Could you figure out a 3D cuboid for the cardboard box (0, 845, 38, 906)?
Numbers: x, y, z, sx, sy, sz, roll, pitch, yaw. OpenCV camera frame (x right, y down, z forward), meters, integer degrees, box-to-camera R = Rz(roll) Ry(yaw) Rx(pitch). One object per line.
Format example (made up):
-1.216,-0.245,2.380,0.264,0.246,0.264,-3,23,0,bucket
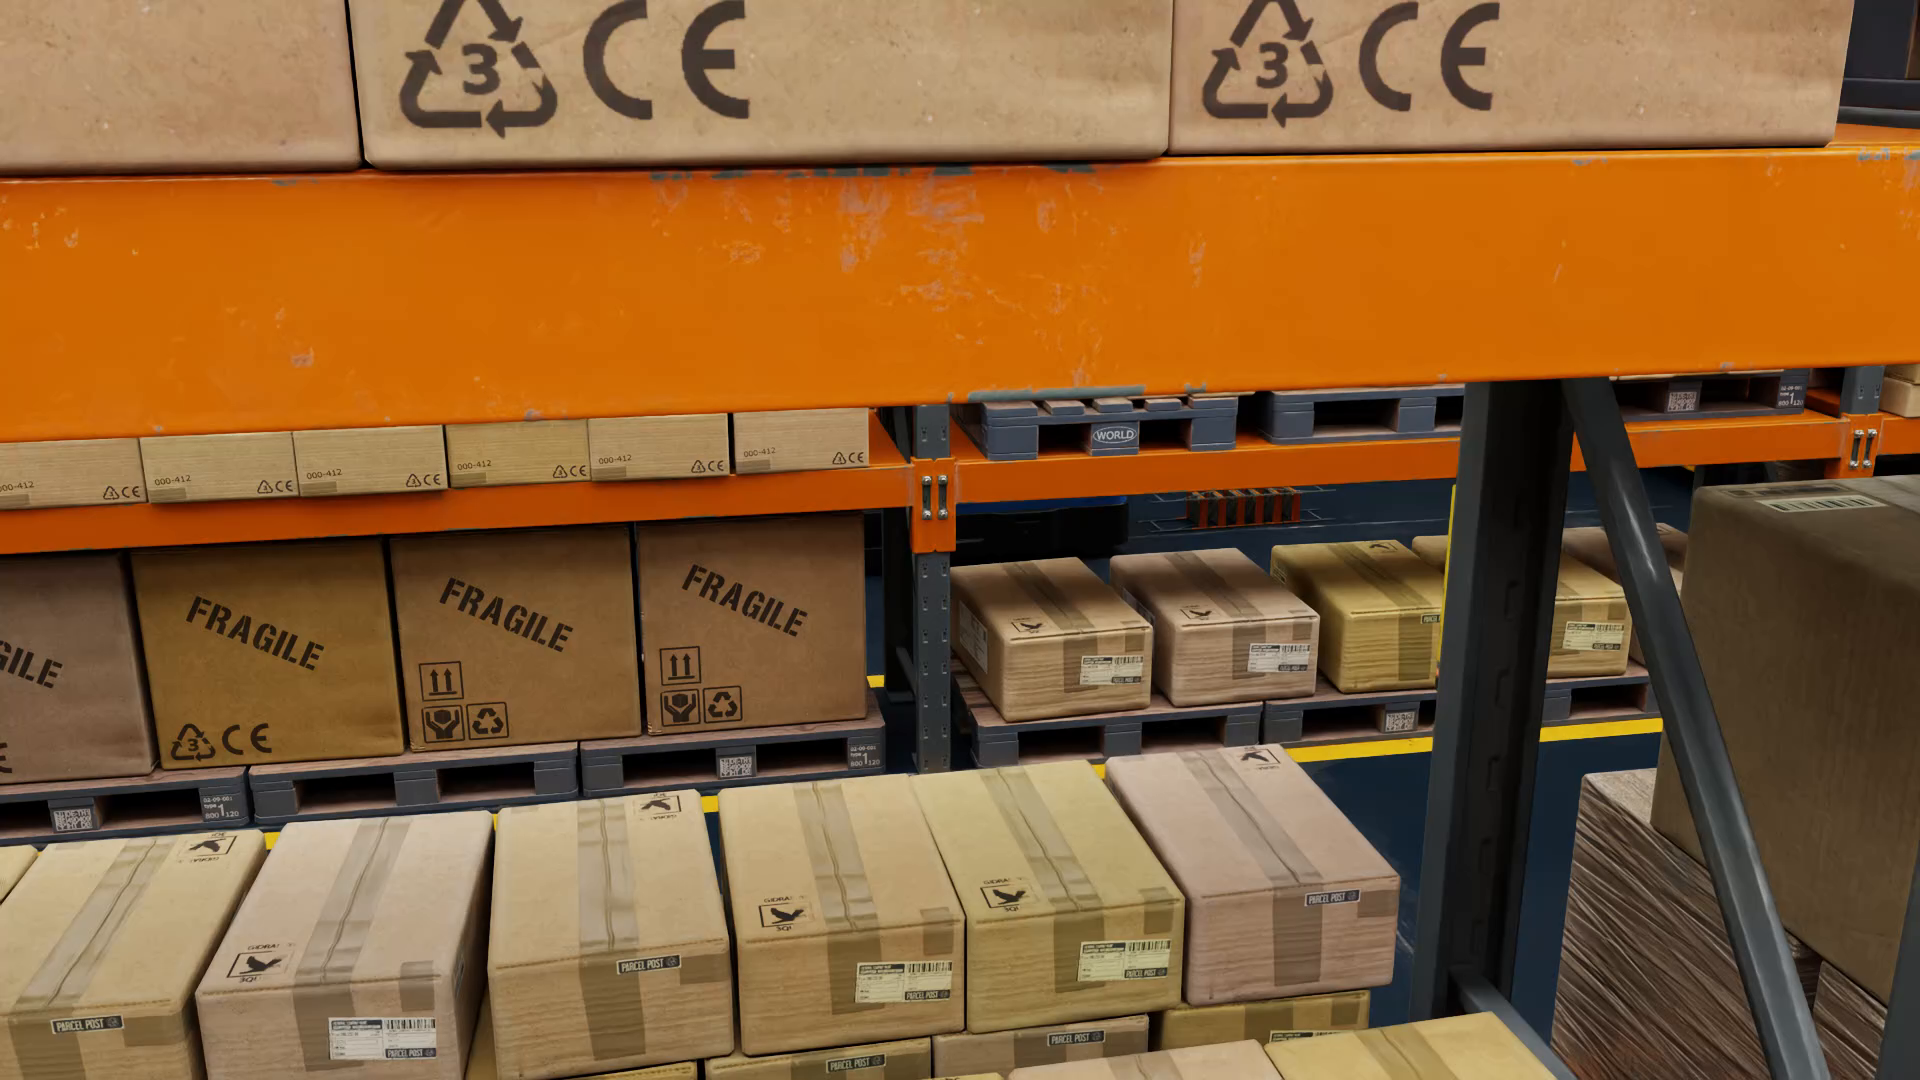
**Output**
-1.181,0.492,1.800,0.250,0.149,0.380,-3,17,-11,cardboard box

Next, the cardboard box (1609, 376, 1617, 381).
2.523,-0.766,6.910,0.250,0.149,0.380,-3,17,-10,cardboard box

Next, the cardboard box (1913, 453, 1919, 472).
4.499,-0.343,7.405,0.250,0.149,0.380,-3,17,-10,cardboard box

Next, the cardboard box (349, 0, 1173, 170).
-0.156,-0.544,1.195,0.500,0.500,0.500,-3,17,-10,cardboard box

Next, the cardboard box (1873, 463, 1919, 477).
4.364,-0.043,7.534,0.500,0.500,0.500,-2,17,-8,cardboard box

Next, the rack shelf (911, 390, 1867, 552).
1.770,-0.388,7.191,4.000,0.370,1.077,-3,17,-10,rack shelf

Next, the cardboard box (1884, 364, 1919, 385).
4.219,-0.977,7.208,0.500,0.500,0.500,-3,17,-11,cardboard box

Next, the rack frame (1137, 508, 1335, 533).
1.693,-0.120,10.185,1.200,0.006,0.240,-4,18,-13,rack frame

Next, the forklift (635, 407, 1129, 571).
-0.607,-1.361,9.250,3.031,2.935,1.130,-4,17,-12,forklift

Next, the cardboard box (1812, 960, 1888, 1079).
1.337,0.806,1.909,0.500,0.500,0.500,-3,17,-10,cardboard box

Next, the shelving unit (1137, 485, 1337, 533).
1.693,-0.208,10.158,1.200,0.189,0.258,-4,18,-13,shelving unit

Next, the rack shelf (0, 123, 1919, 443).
-1.119,-0.178,1.398,4.000,0.370,1.077,-3,17,-10,rack shelf

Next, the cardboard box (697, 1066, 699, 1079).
-0.426,0.733,2.030,0.250,0.149,0.380,-2,17,-8,cardboard box

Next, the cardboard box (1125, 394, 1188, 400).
0.722,-0.674,6.609,0.250,0.149,0.380,-4,18,-14,cardboard box

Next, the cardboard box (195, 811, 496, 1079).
-0.676,0.464,1.891,0.250,0.149,0.380,-2,17,-8,cardboard box

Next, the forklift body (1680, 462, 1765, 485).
5.200,-1.459,10.900,1.214,2.155,2.313,-3,17,-10,forklift body

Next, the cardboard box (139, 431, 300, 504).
-2.625,-0.328,6.025,0.500,0.250,0.500,-3,17,-11,cardboard box

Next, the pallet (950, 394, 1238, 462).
0.486,-0.599,6.980,1.003,0.211,1.213,-3,17,-10,pallet

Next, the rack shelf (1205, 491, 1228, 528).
1.533,-0.196,10.121,0.103,0.180,0.258,-4,18,-13,rack shelf

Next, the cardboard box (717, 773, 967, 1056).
-0.151,0.434,1.990,0.250,0.149,0.380,-3,17,-11,cardboard box

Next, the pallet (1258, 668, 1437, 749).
1.769,0.603,7.491,1.213,0.211,1.003,-3,17,-10,pallet

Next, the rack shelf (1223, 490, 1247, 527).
1.650,-0.205,10.148,0.103,0.180,0.258,-4,18,-13,rack shelf

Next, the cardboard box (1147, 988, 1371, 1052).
0.332,0.547,2.128,0.250,0.149,0.380,-2,17,-8,cardboard box

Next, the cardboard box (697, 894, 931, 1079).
-0.195,0.579,2.025,0.250,0.149,0.380,-4,17,-12,cardboard box

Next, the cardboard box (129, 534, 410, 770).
-2.642,0.307,6.606,0.875,0.875,0.875,-3,17,-9,cardboard box

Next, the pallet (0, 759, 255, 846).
-3.378,0.871,6.618,1.213,0.211,1.003,-3,17,-10,pallet

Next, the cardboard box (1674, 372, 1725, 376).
3.019,-0.806,7.040,0.250,0.149,0.380,-4,17,-12,cardboard box

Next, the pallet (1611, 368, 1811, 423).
2.956,-0.751,7.474,1.213,0.211,1.003,-3,17,-10,pallet

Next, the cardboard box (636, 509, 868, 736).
-0.887,0.209,6.926,0.875,0.875,0.875,-3,17,-11,cardboard box

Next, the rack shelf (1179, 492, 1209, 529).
1.416,-0.188,10.095,0.103,0.180,0.258,-4,18,-13,rack shelf

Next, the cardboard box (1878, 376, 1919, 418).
4.104,-0.648,7.241,0.250,0.149,0.380,-3,17,-11,cardboard box

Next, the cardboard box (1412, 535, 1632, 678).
2.514,0.283,7.541,0.625,0.372,0.950,-2,17,-7,cardboard box

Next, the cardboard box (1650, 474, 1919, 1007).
1.288,0.253,2.006,0.500,0.500,0.700,-3,17,-11,cardboard box

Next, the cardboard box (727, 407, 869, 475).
-0.641,-0.446,6.409,0.500,0.250,0.500,-4,17,-12,cardboard box

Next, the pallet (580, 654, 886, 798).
-0.982,0.735,7.060,1.213,0.211,1.003,-3,17,-10,pallet

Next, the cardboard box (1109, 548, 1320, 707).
1.086,0.363,7.281,0.625,0.372,0.950,-4,17,-12,cardboard box

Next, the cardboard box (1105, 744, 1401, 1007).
0.350,0.406,2.080,0.250,0.149,0.380,-3,17,-10,cardboard box

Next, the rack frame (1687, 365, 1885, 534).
3.734,-0.843,7.448,0.127,3.000,1.000,-3,17,-10,rack frame

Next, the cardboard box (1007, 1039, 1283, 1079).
0.204,0.609,1.421,0.250,0.149,0.380,-3,17,-11,cardboard box

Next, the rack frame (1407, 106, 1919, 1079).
0.845,0.802,2.092,0.053,2.616,0.949,-3,17,-10,rack frame

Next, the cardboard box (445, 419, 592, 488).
-1.637,-0.389,6.226,0.500,0.250,0.500,-3,17,-11,cardboard box
